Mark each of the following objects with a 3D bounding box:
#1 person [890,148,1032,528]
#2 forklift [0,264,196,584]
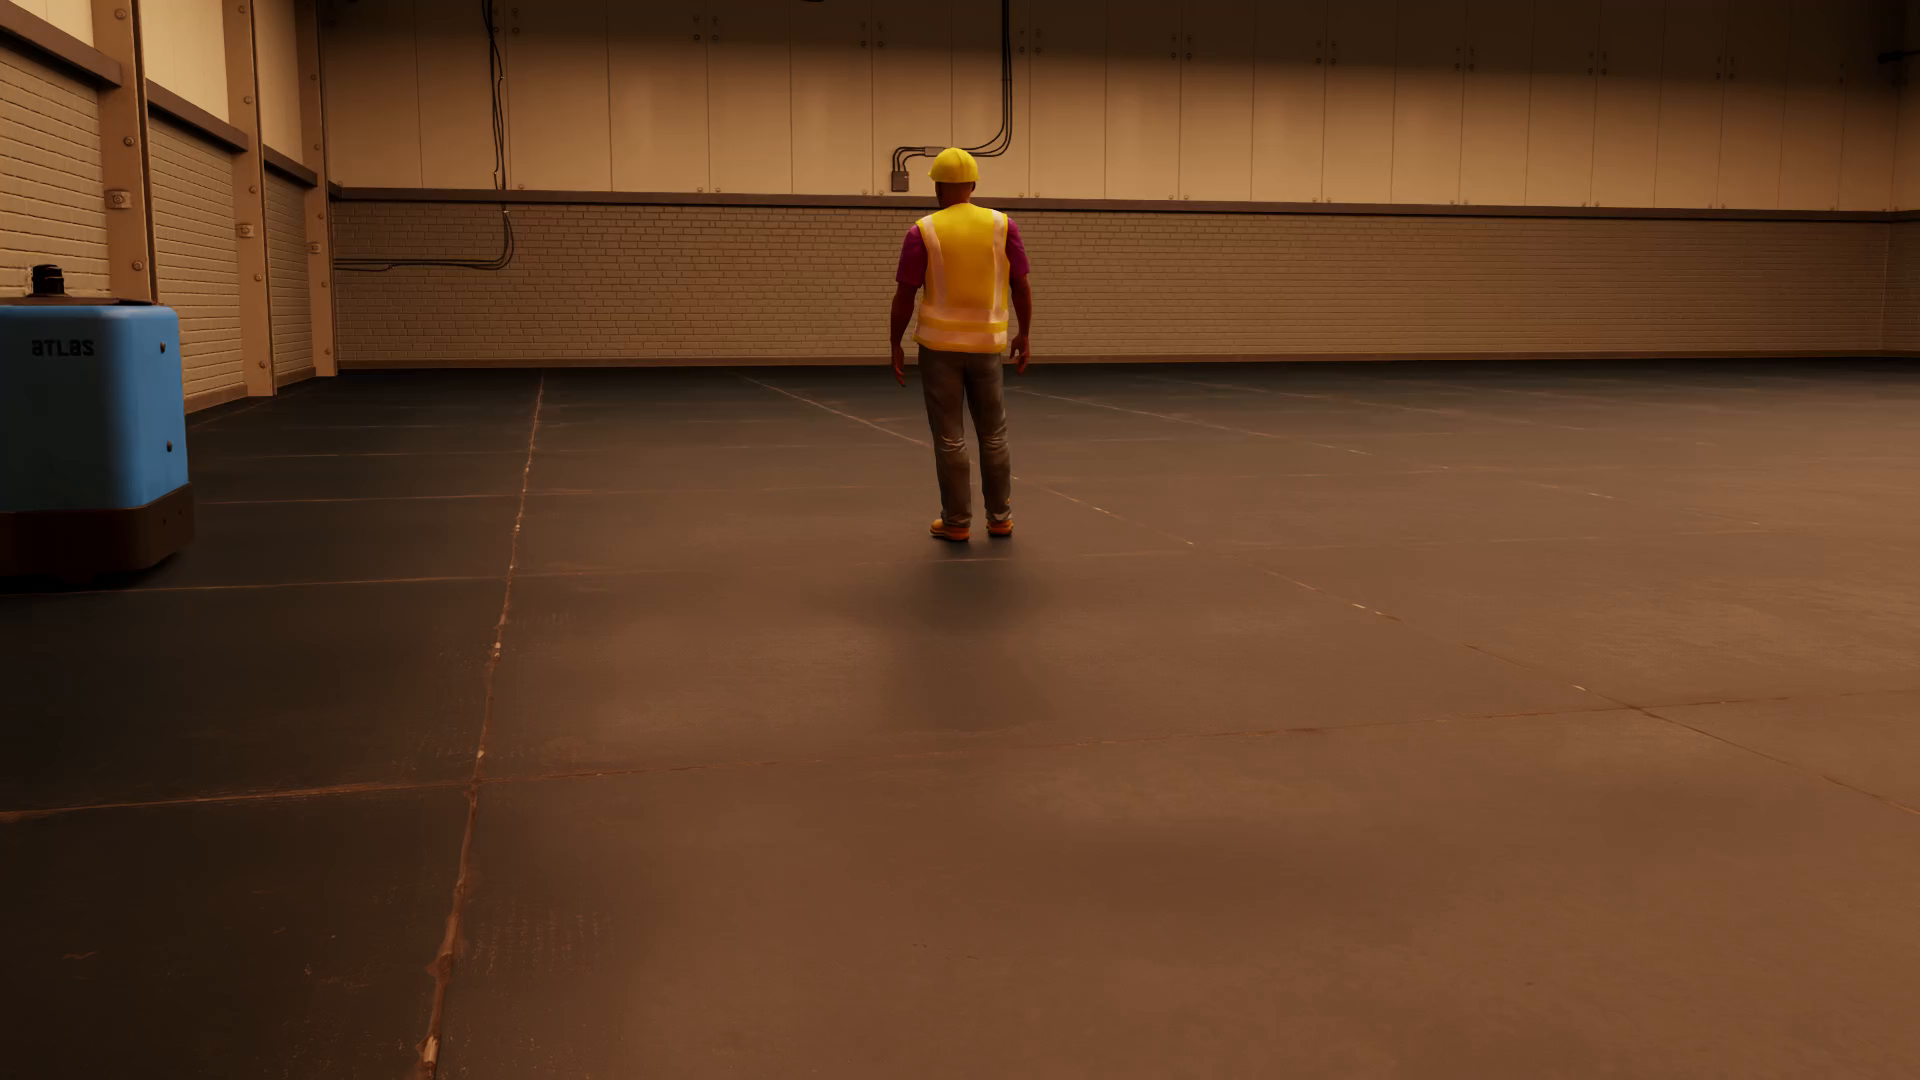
[{"bbox_3d":[0.008,-0.910,7.573,0.665,1.709,0.418,-2,8,-13],"label":"person"},{"bbox_3d":[-4.706,-1.282,6.297,3.031,2.935,1.130,-2,8,-14],"label":"forklift"}]
